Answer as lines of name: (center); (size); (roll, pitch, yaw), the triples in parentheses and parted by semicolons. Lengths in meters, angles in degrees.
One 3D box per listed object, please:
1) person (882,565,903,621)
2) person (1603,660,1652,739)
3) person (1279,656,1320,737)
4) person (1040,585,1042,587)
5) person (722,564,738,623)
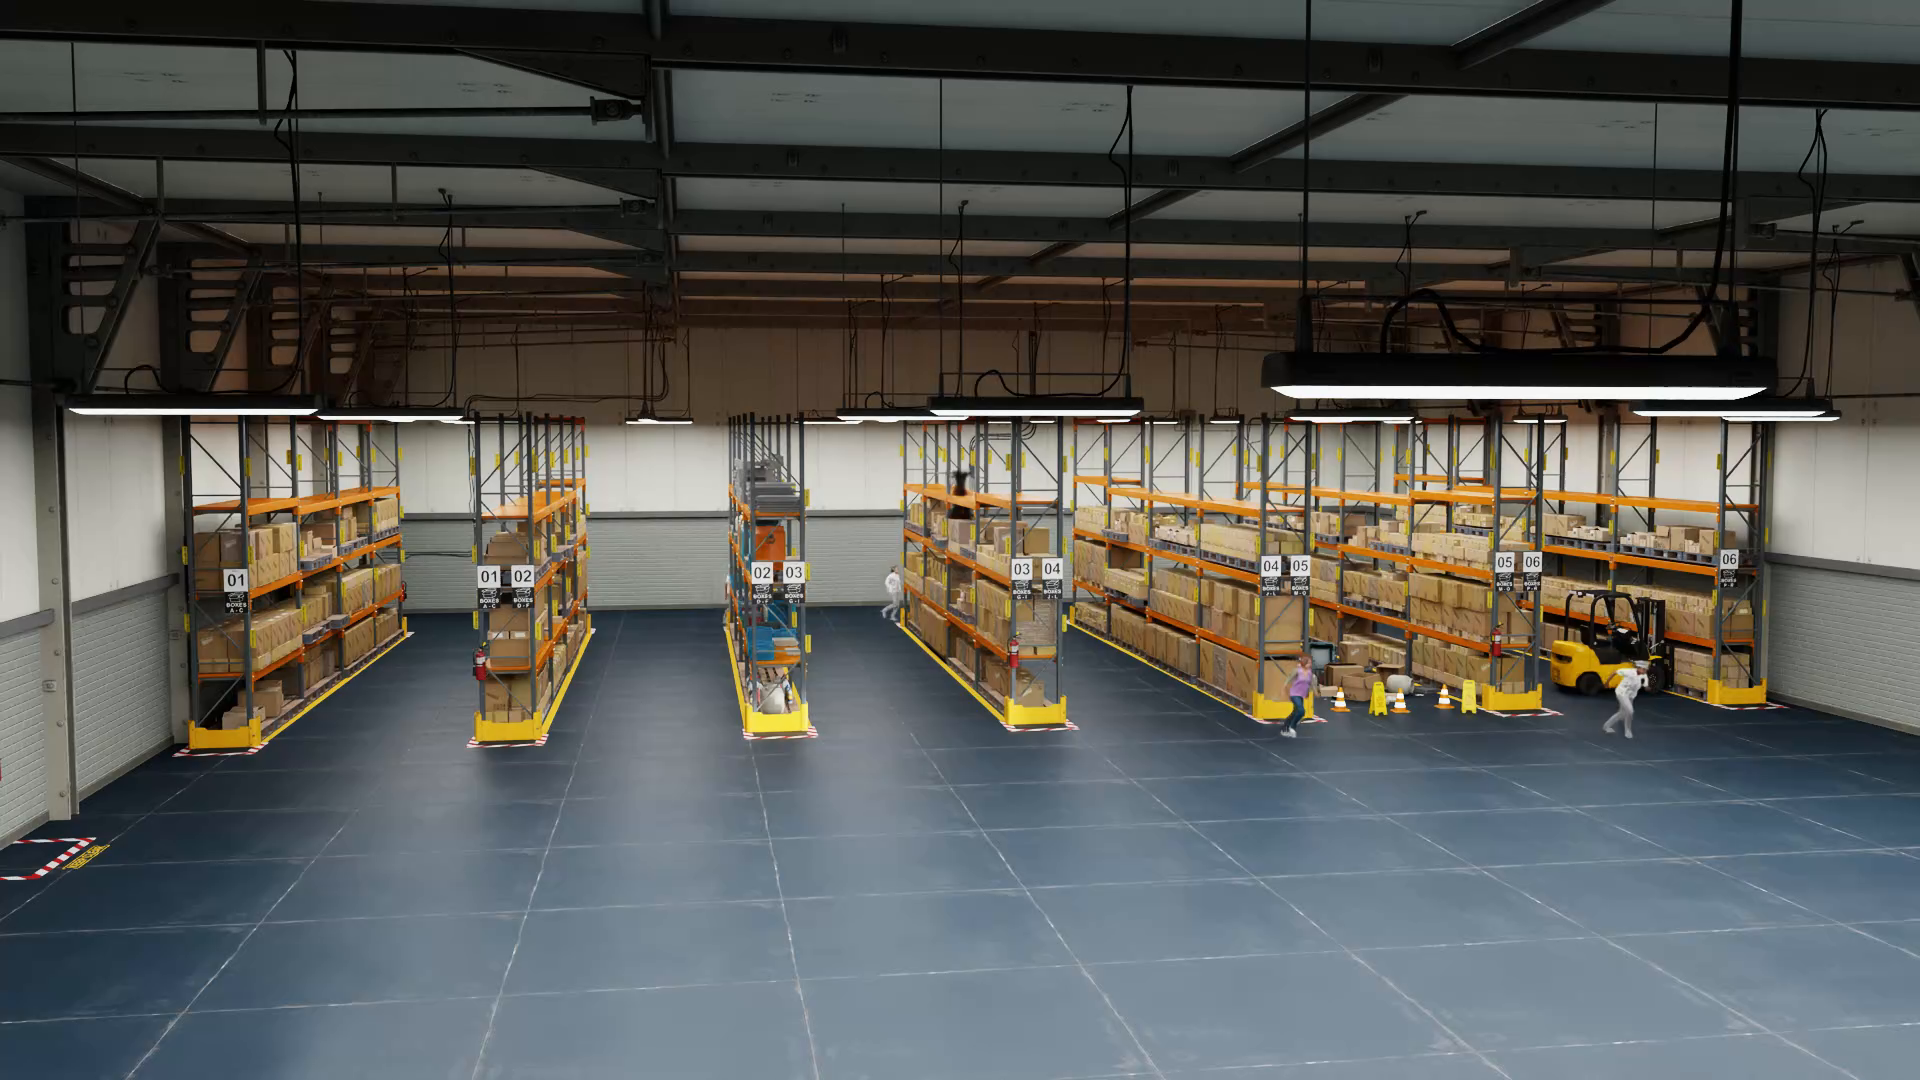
person: (-1.985, 1.552, 49.372); (0.524, 1.650, 0.670); (2, 4, 25)
person: (12.279, 2.902, 30.581); (0.590, 1.457, 1.073); (-1, 4, -17)
person: (6.242, 2.879, 30.493); (0.456, 1.521, 0.753); (-3, 5, -37)
person: (2.405, 1.788, 46.463); (0.557, 1.606, 0.737); (-1, 4, -14)
person: (-6.568, 1.570, 48.154); (0.691, 1.742, 0.657); (1, 4, 12)
